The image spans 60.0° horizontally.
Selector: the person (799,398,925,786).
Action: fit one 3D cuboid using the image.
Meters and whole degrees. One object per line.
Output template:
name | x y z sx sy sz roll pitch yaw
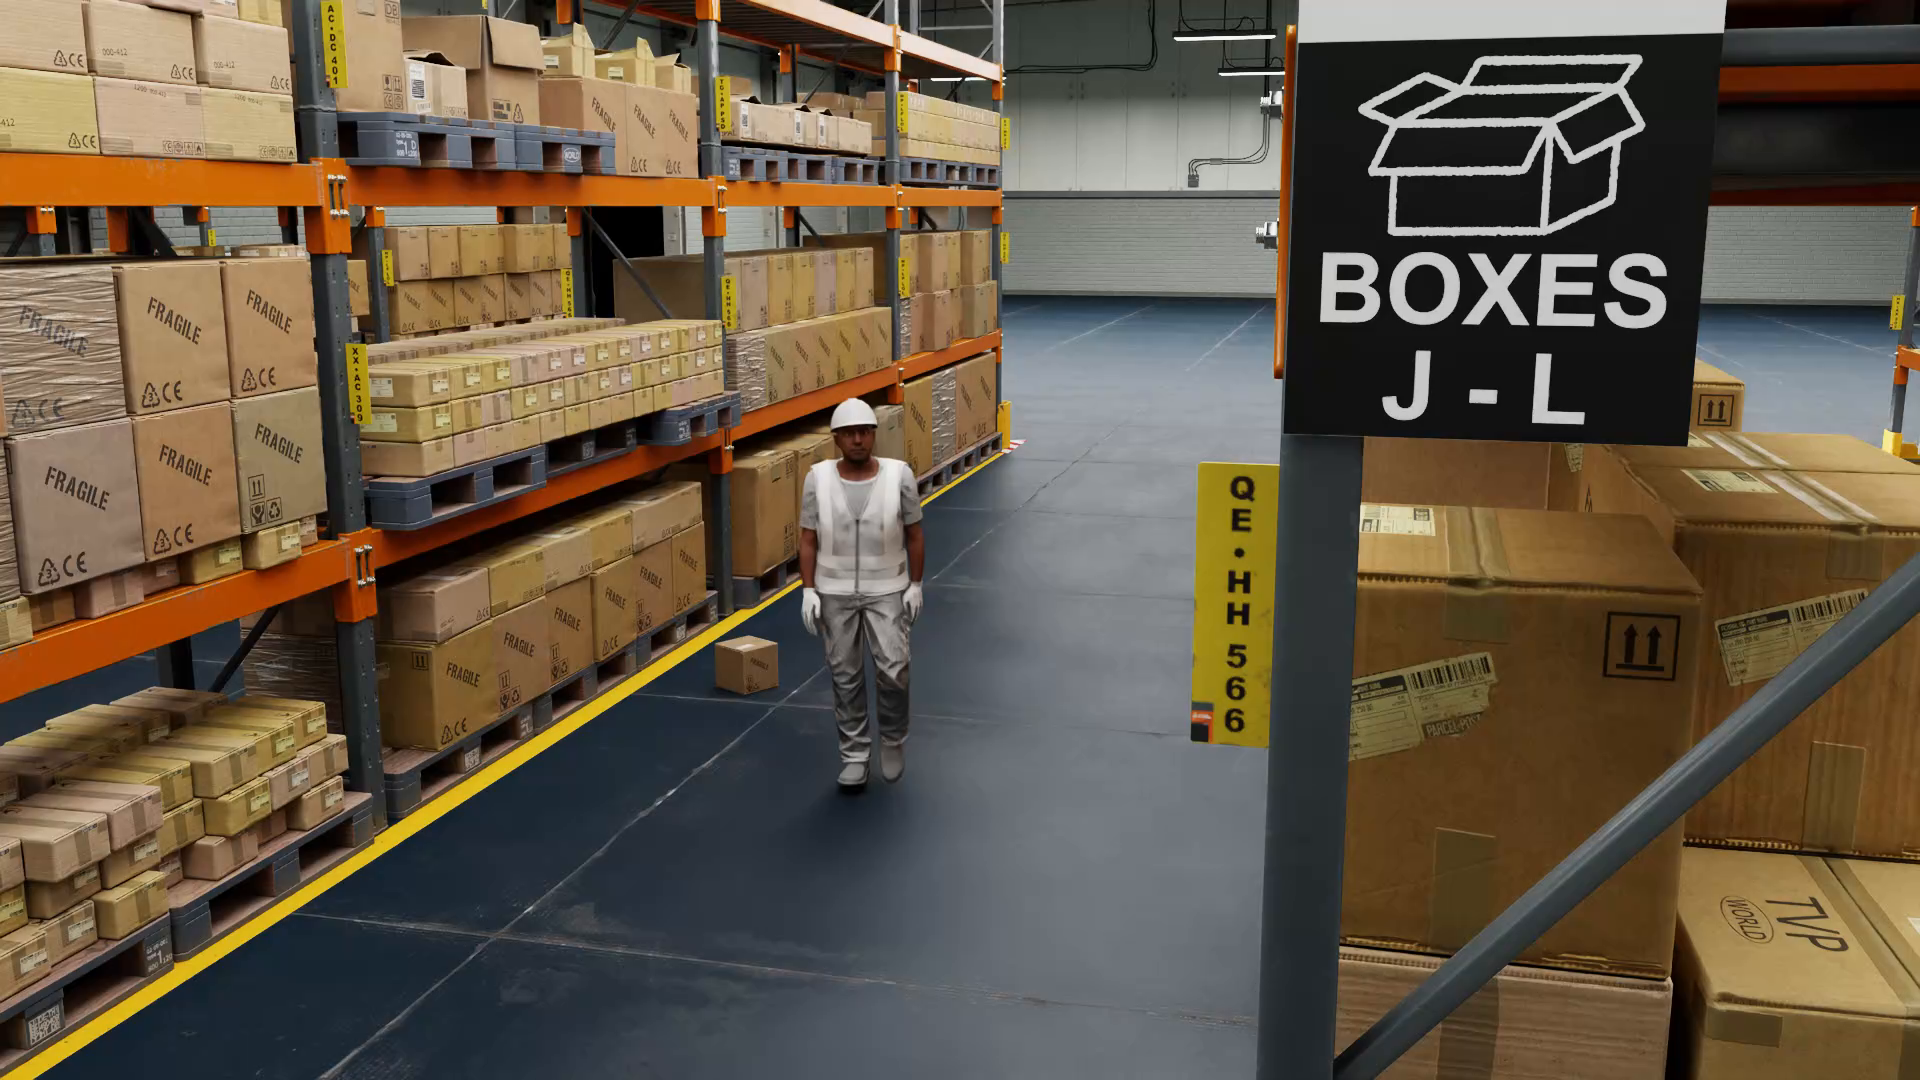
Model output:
person | -0.446 0.254 7.517 0.563 1.794 0.452 0 11 2
